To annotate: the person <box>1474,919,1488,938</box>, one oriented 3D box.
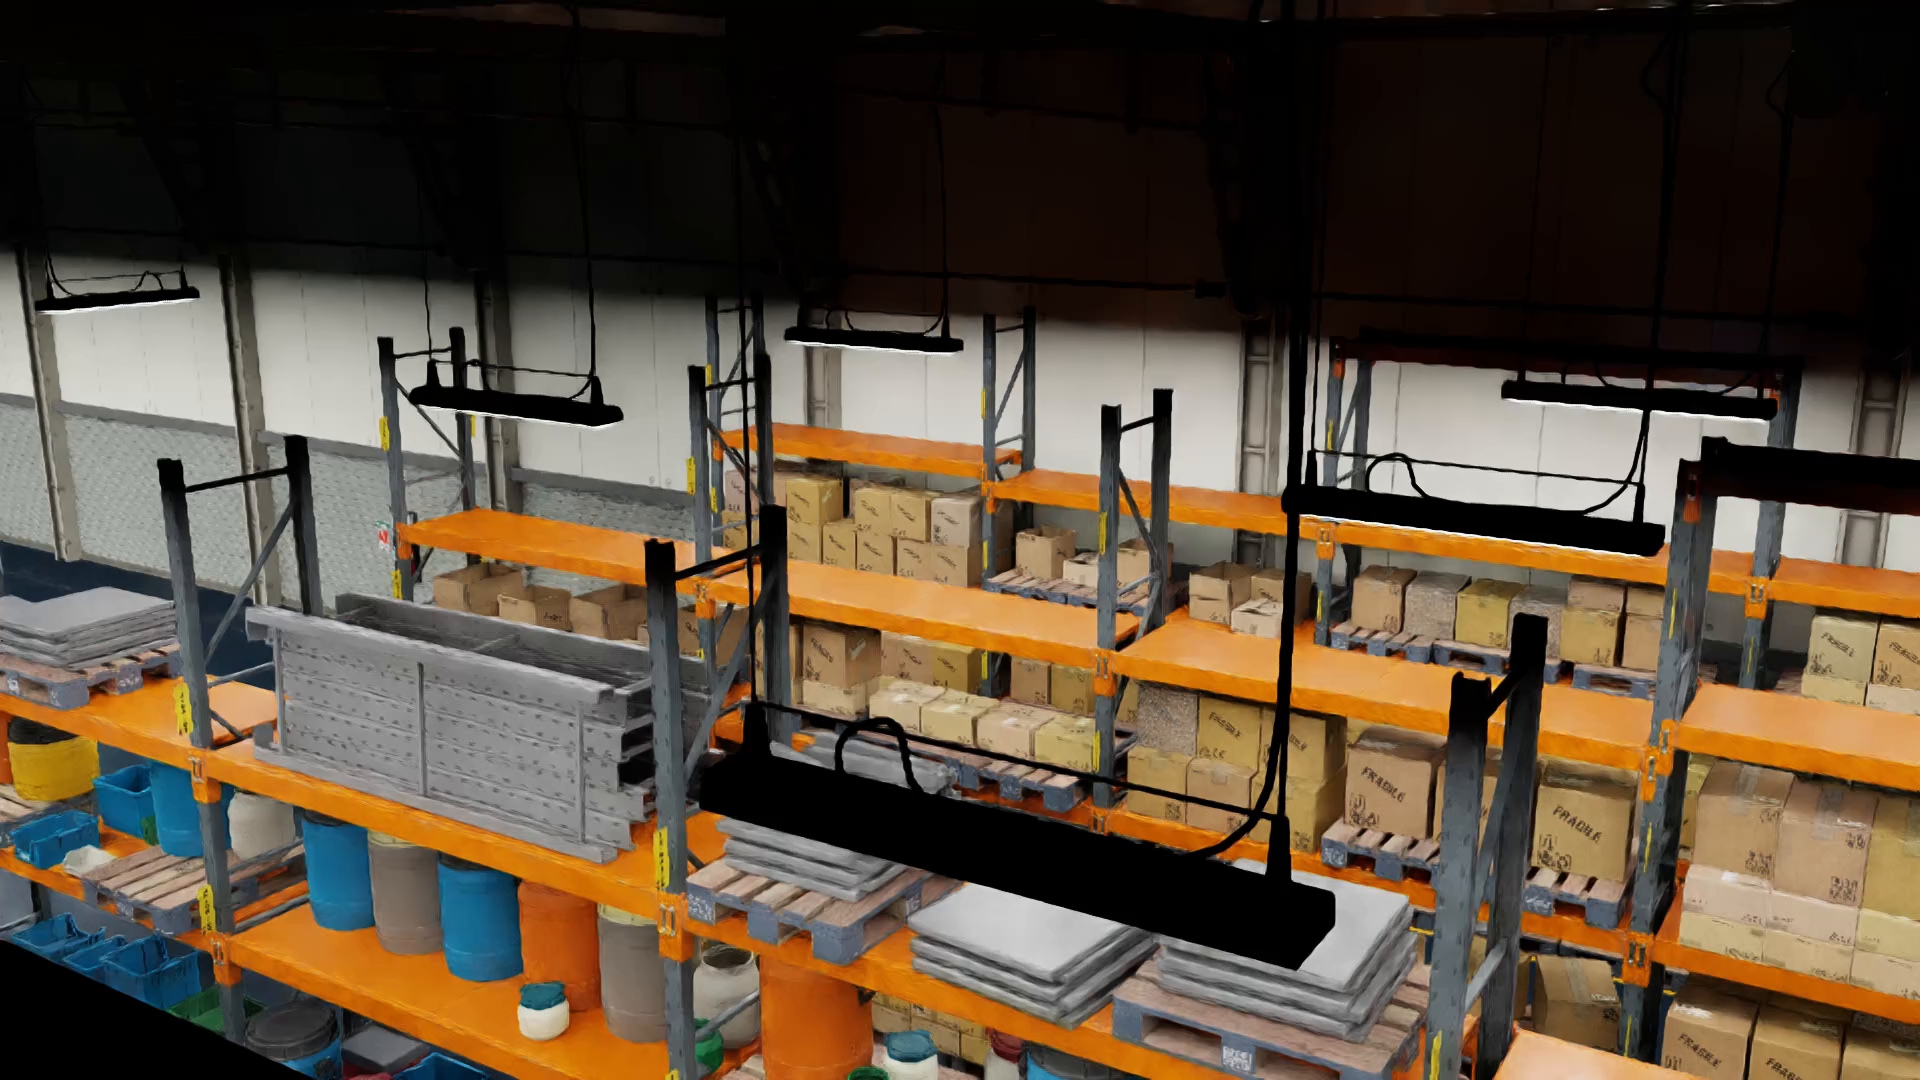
[{"bbox_3d":[4.329,3.902,13.932,0.463,1.677,0.513,-7,16,-27],"label":"person"}]
